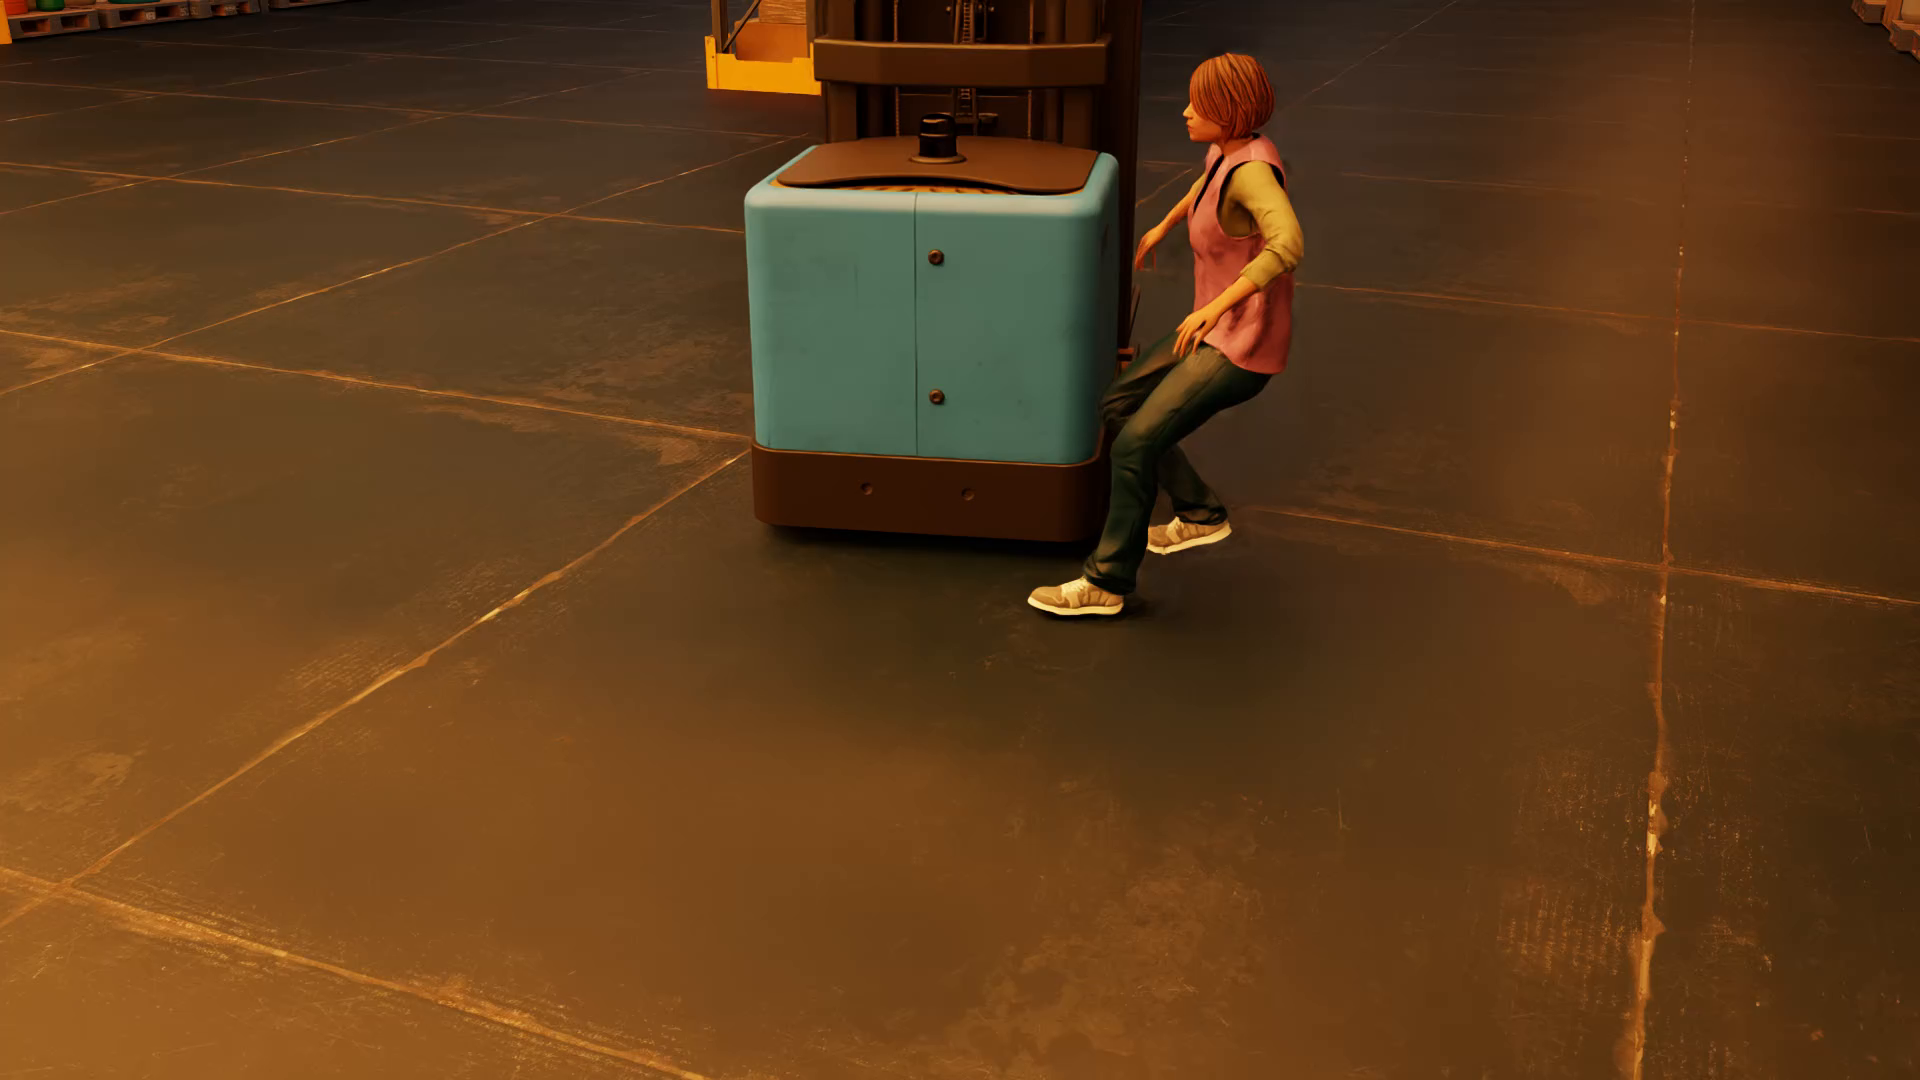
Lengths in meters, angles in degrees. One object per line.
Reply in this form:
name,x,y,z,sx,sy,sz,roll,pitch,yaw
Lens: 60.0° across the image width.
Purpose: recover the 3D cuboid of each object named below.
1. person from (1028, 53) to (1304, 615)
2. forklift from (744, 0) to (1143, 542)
person,0.538,-0.540,4.449,0.682,1.476,0.887,1,23,3
forklift,0.105,-1.880,5.791,1.130,2.935,3.031,3,23,8
